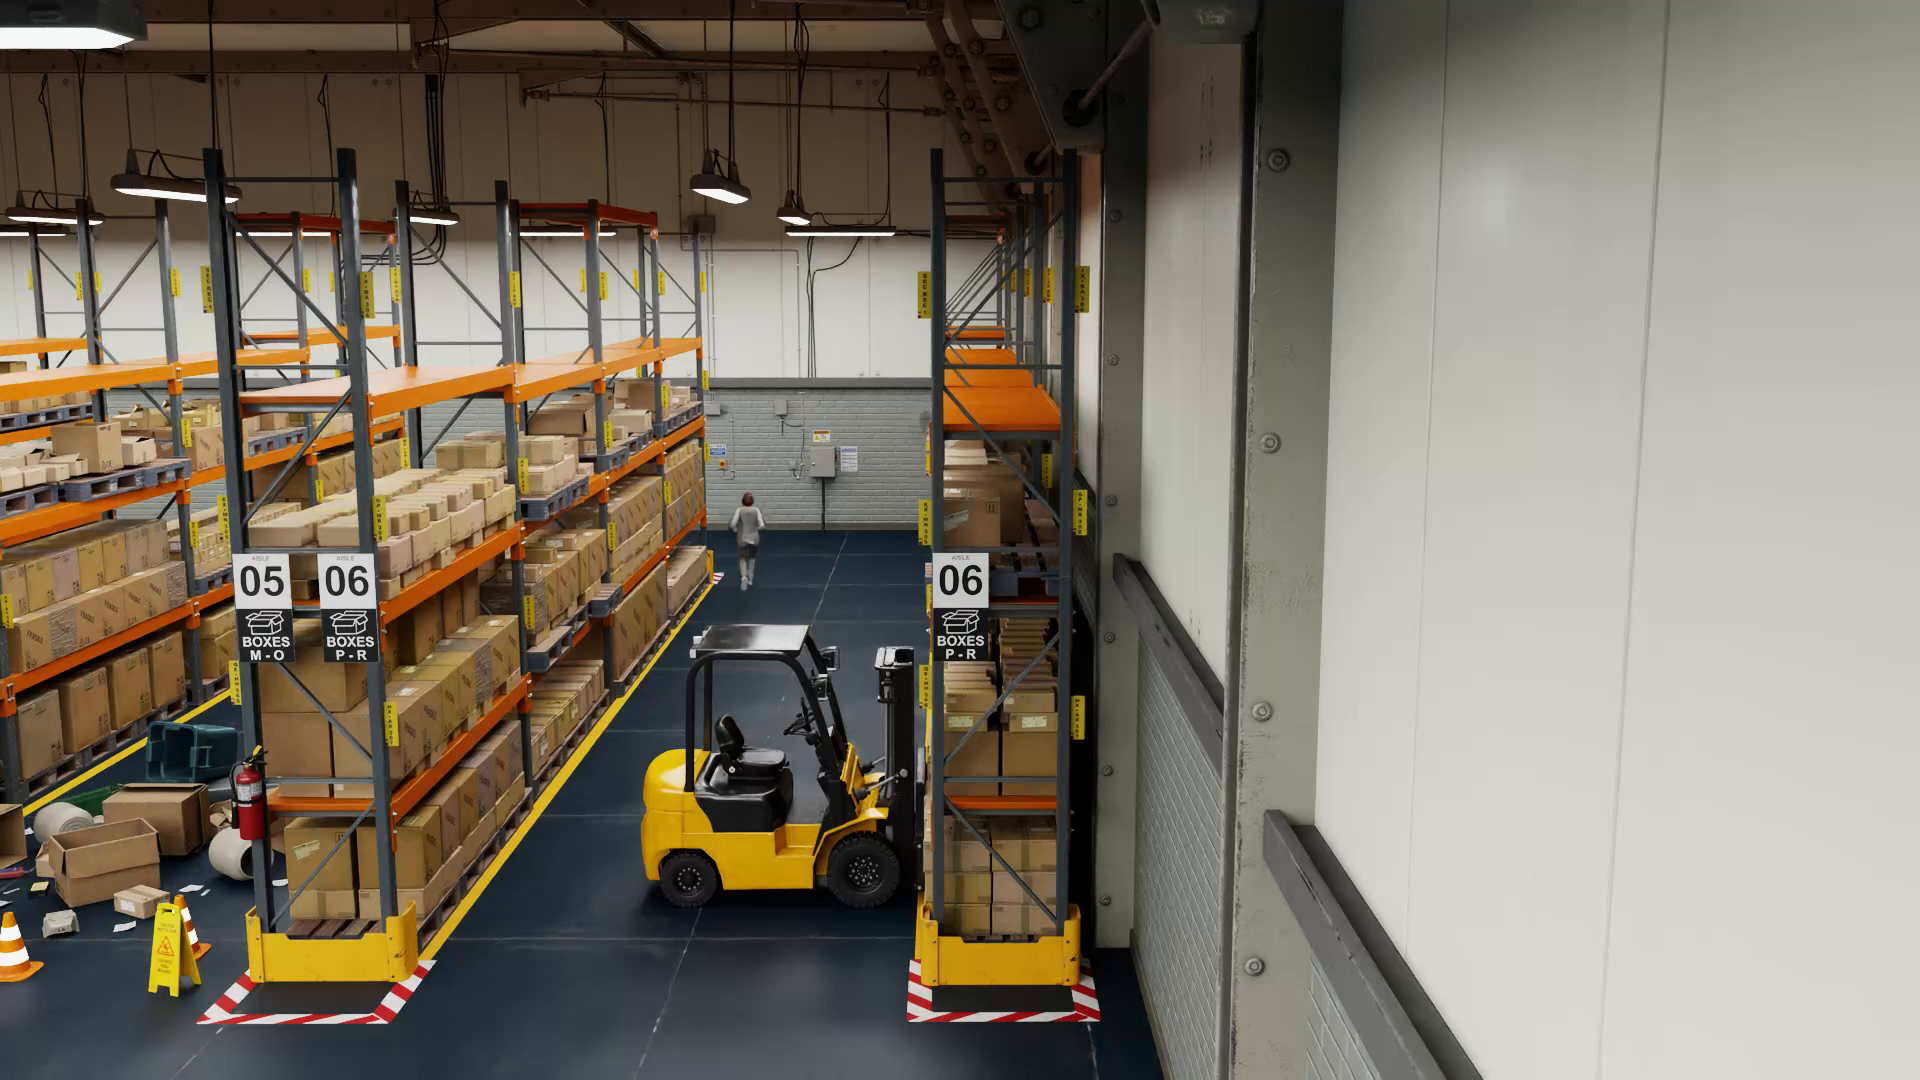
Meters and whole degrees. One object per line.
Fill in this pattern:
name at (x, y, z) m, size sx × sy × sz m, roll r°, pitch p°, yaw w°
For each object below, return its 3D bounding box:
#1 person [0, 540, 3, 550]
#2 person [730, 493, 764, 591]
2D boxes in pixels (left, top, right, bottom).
person at (-12.749, 0.756, 22.054) m, size 0.664 × 1.761 × 0.990 m, roll -1°, pitch 9°, yaw -4°
person at (-3.351, 0.012, 26.268) m, size 0.526 × 1.563 × 0.529 m, roll -1°, pitch 9°, yaw -6°
